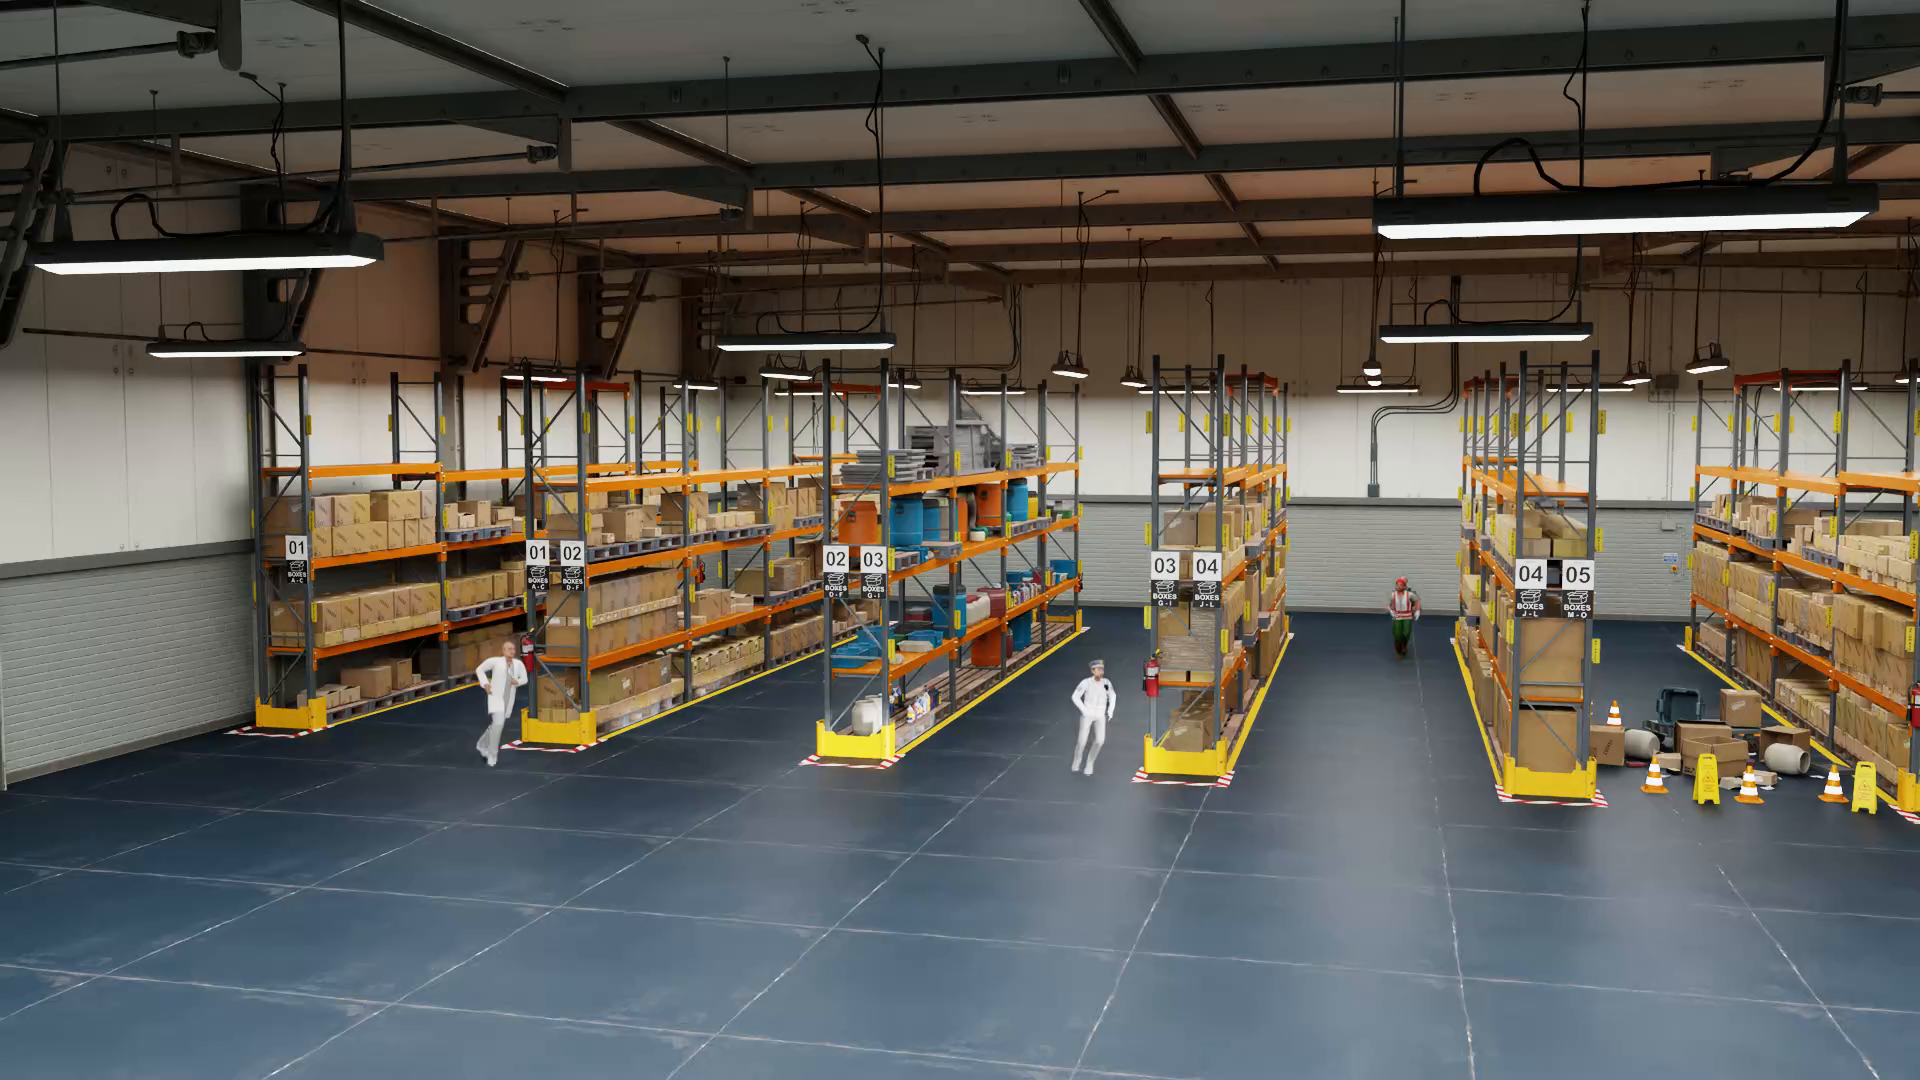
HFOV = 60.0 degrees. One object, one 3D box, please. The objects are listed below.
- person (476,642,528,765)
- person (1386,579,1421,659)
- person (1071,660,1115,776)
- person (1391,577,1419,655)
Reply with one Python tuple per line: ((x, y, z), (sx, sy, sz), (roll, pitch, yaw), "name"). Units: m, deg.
((-6.897, 2.432, 24.930), (0.762, 1.831, 0.741), (4, 6, 44), "person")
((9.397, 1.693, 35.332), (0.698, 1.737, 0.687), (2, 4, 21), "person")
((1.934, 2.537, 23.837), (0.674, 1.667, 0.621), (0, 4, -7), "person")
((9.760, 1.651, 36.534), (0.663, 1.704, 0.647), (1, 4, 19), "person")
